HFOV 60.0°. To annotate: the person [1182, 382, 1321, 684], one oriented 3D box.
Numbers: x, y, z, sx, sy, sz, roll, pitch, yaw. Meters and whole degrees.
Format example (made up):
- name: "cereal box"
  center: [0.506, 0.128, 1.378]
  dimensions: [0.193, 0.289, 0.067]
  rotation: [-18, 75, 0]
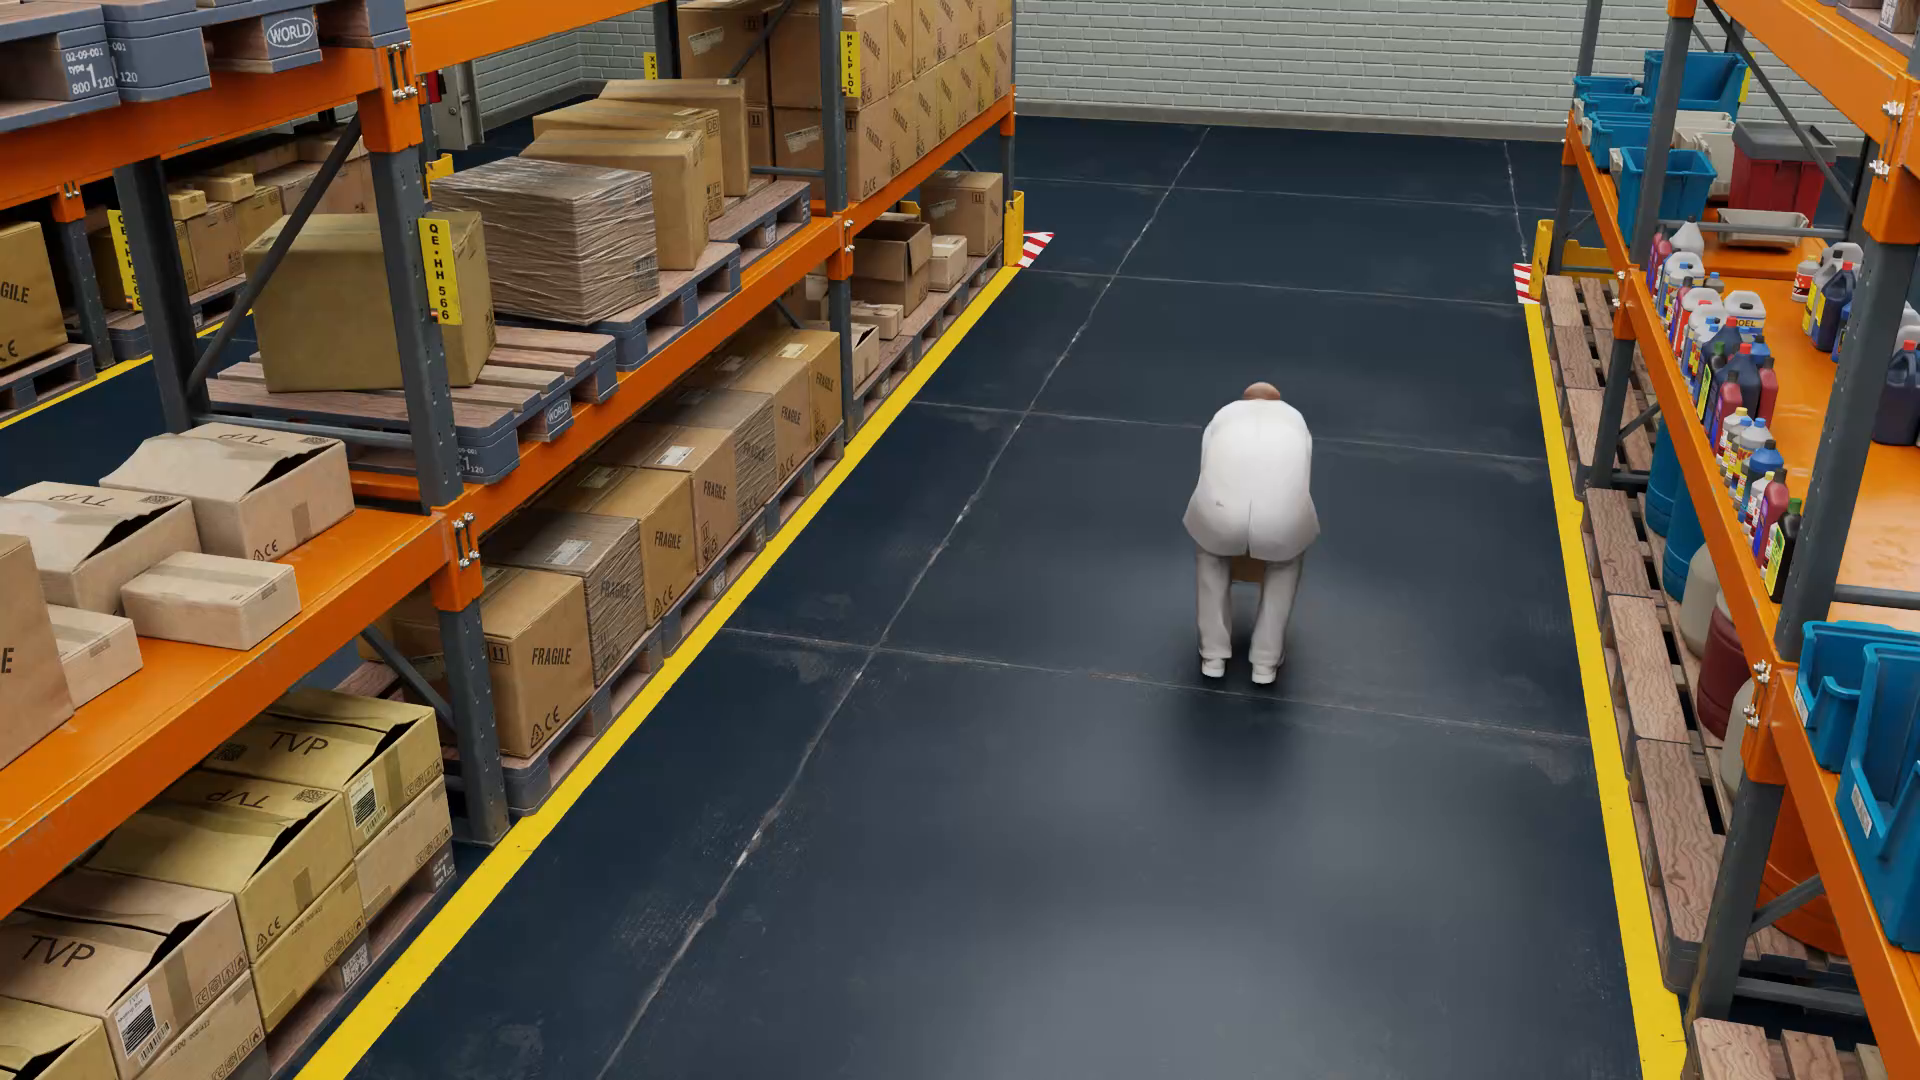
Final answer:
- name: "person"
  center: [1.230, -0.050, 7.004]
  dimensions: [0.559, 1.127, 0.950]
  rotation: [5, 25, 11]
